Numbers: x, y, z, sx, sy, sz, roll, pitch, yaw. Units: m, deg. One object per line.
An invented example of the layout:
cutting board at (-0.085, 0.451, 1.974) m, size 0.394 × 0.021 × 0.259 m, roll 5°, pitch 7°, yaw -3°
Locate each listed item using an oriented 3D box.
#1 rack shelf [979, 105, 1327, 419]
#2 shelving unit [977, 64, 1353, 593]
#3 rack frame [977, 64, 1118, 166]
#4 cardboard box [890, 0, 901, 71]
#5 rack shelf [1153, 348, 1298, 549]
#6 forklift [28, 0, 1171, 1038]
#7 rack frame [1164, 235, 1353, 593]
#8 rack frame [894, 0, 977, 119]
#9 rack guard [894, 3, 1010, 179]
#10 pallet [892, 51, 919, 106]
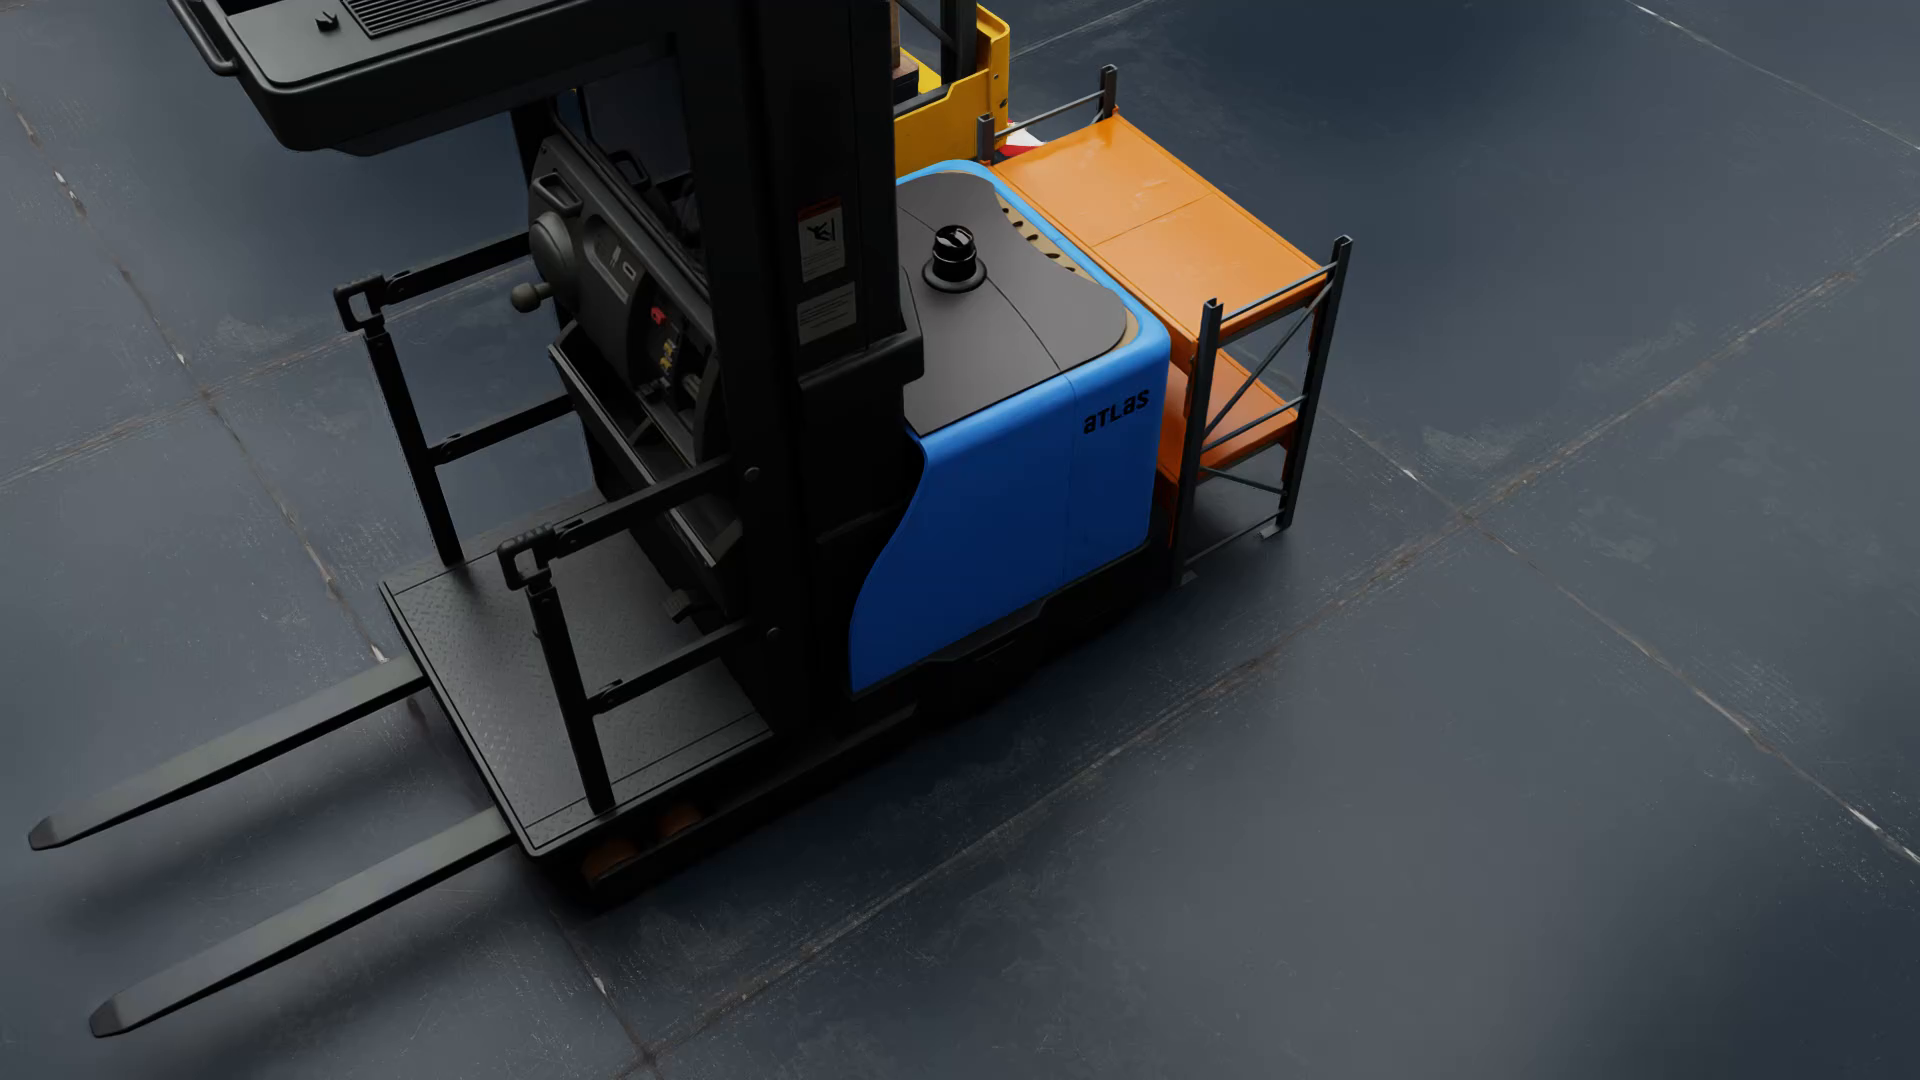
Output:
rack shelf at (0.553, -0.837, 4.855) m, size 0.538 × 0.278 × 1.000 m, roll -27°, pitch 53°, yaw -22°
shelving unit at (0.553, -0.641, 5.071) m, size 0.538 × 1.125 × 1.048 m, roll -27°, pitch 53°, yaw -22°
rack frame at (0.264, -0.950, 5.352) m, size 0.500 × 1.125 × 0.032 m, roll -27°, pitch 53°, yaw -22°
cardboard box at (-0.847, -2.090, 6.566) m, size 0.875 × 0.438 × 0.875 m, roll -31°, pitch 55°, yaw -25°
rack shelf at (0.553, -0.476, 5.253) m, size 0.538 × 0.278 × 1.000 m, roll -27°, pitch 53°, yaw -22°
forklift at (-0.946, -0.493, 3.718) m, size 3.031 × 2.935 × 1.130 m, roll -26°, pitch 53°, yaw -22°
rack frame at (0.842, -0.331, 4.791) m, size 0.500 × 1.125 × 0.032 m, roll -27°, pitch 53°, yaw -22°
rack frame at (-0.367, -2.465, 5.460) m, size 1.000 × 3.000 × 0.127 m, roll -29°, pitch 54°, yaw -24°
rack guard at (-0.353, -1.612, 6.374) m, size 1.175 × 0.500 × 0.348 m, roll -29°, pitch 54°, yaw -24°
pallet at (-0.914, -1.965, 6.889) m, size 1.003 × 0.211 × 1.213 m, roll -29°, pitch 54°, yaw -24°
